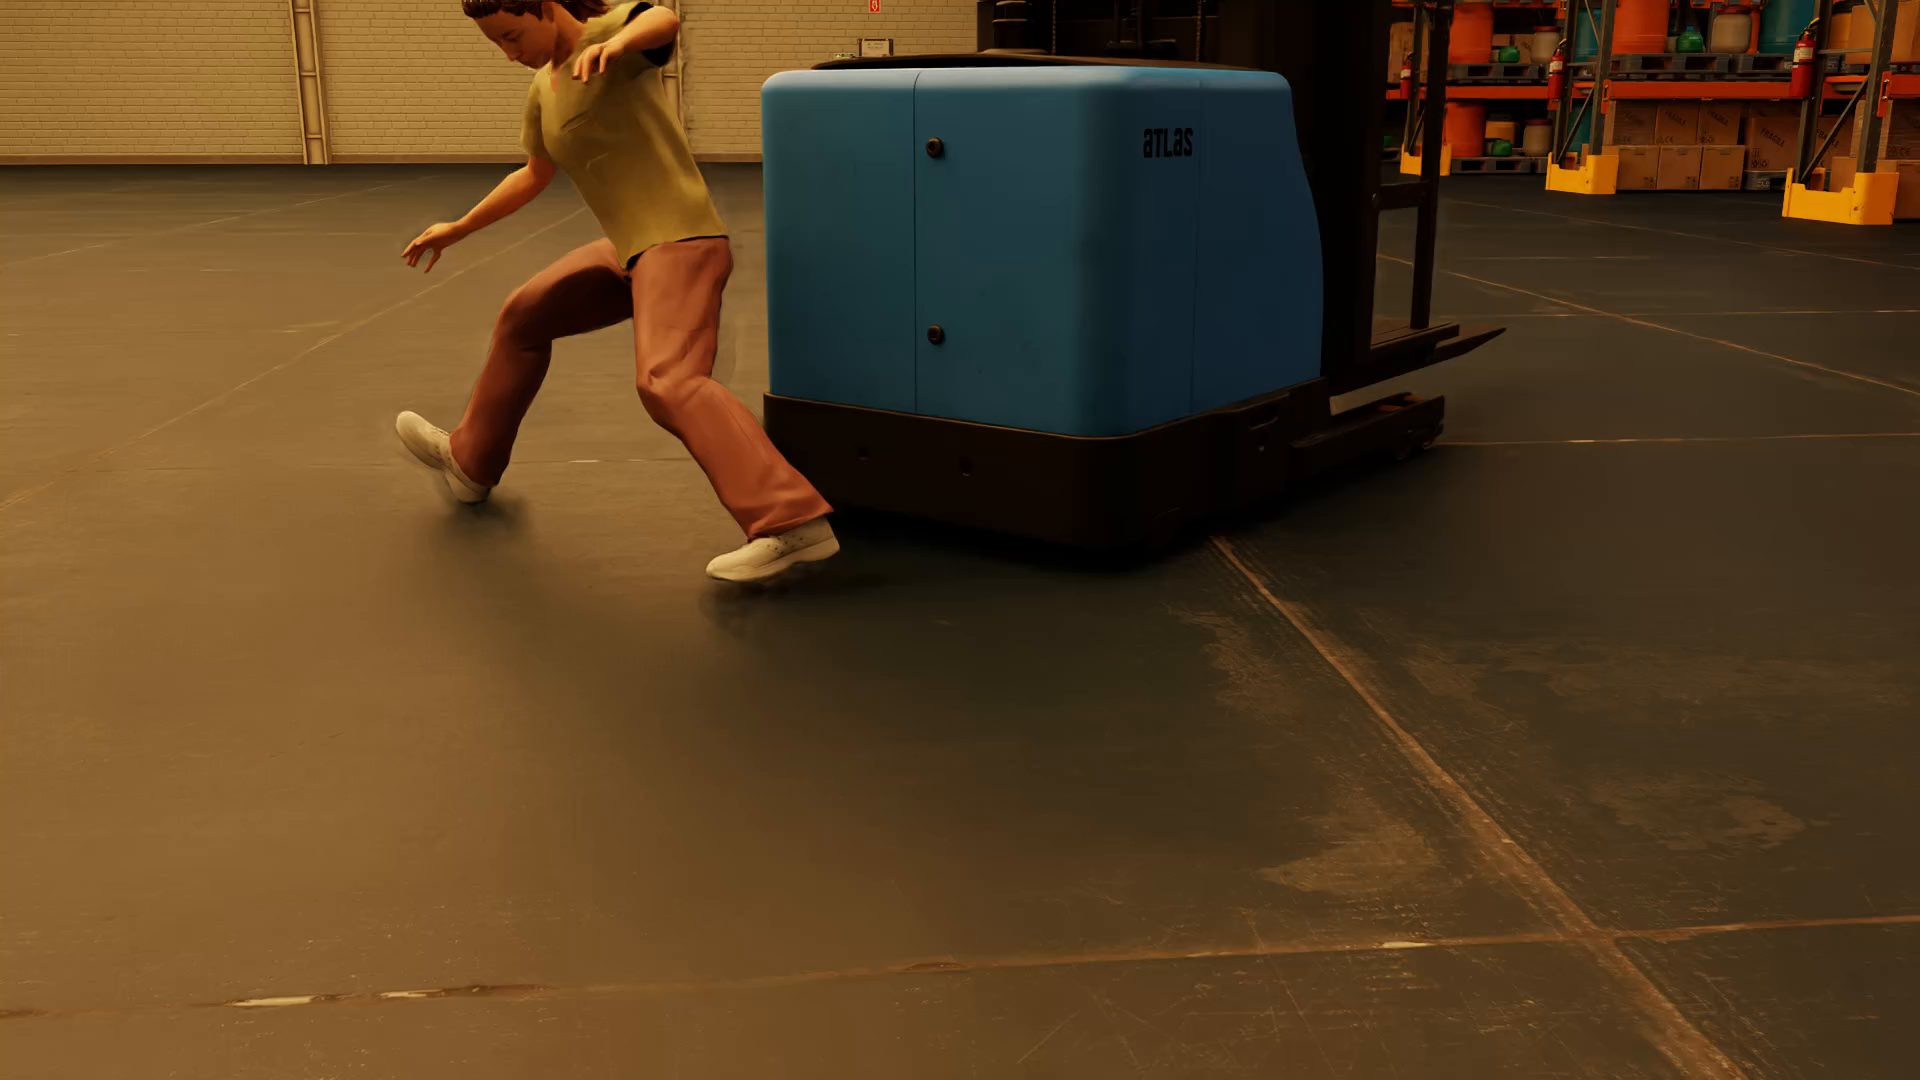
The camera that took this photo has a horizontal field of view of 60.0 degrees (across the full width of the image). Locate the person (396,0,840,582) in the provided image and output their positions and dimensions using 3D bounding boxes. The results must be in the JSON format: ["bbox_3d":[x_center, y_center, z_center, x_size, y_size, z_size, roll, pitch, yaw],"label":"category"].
[{"bbox_3d":[-0.852,-0.652,3.806,0.785,1.345,1.274,-7,16,-24],"label":"person"}]

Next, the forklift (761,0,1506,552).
[{"bbox_3d":[0.793,-1.709,4.674,1.130,2.935,3.031,11,18,35],"label":"forklift"}]
